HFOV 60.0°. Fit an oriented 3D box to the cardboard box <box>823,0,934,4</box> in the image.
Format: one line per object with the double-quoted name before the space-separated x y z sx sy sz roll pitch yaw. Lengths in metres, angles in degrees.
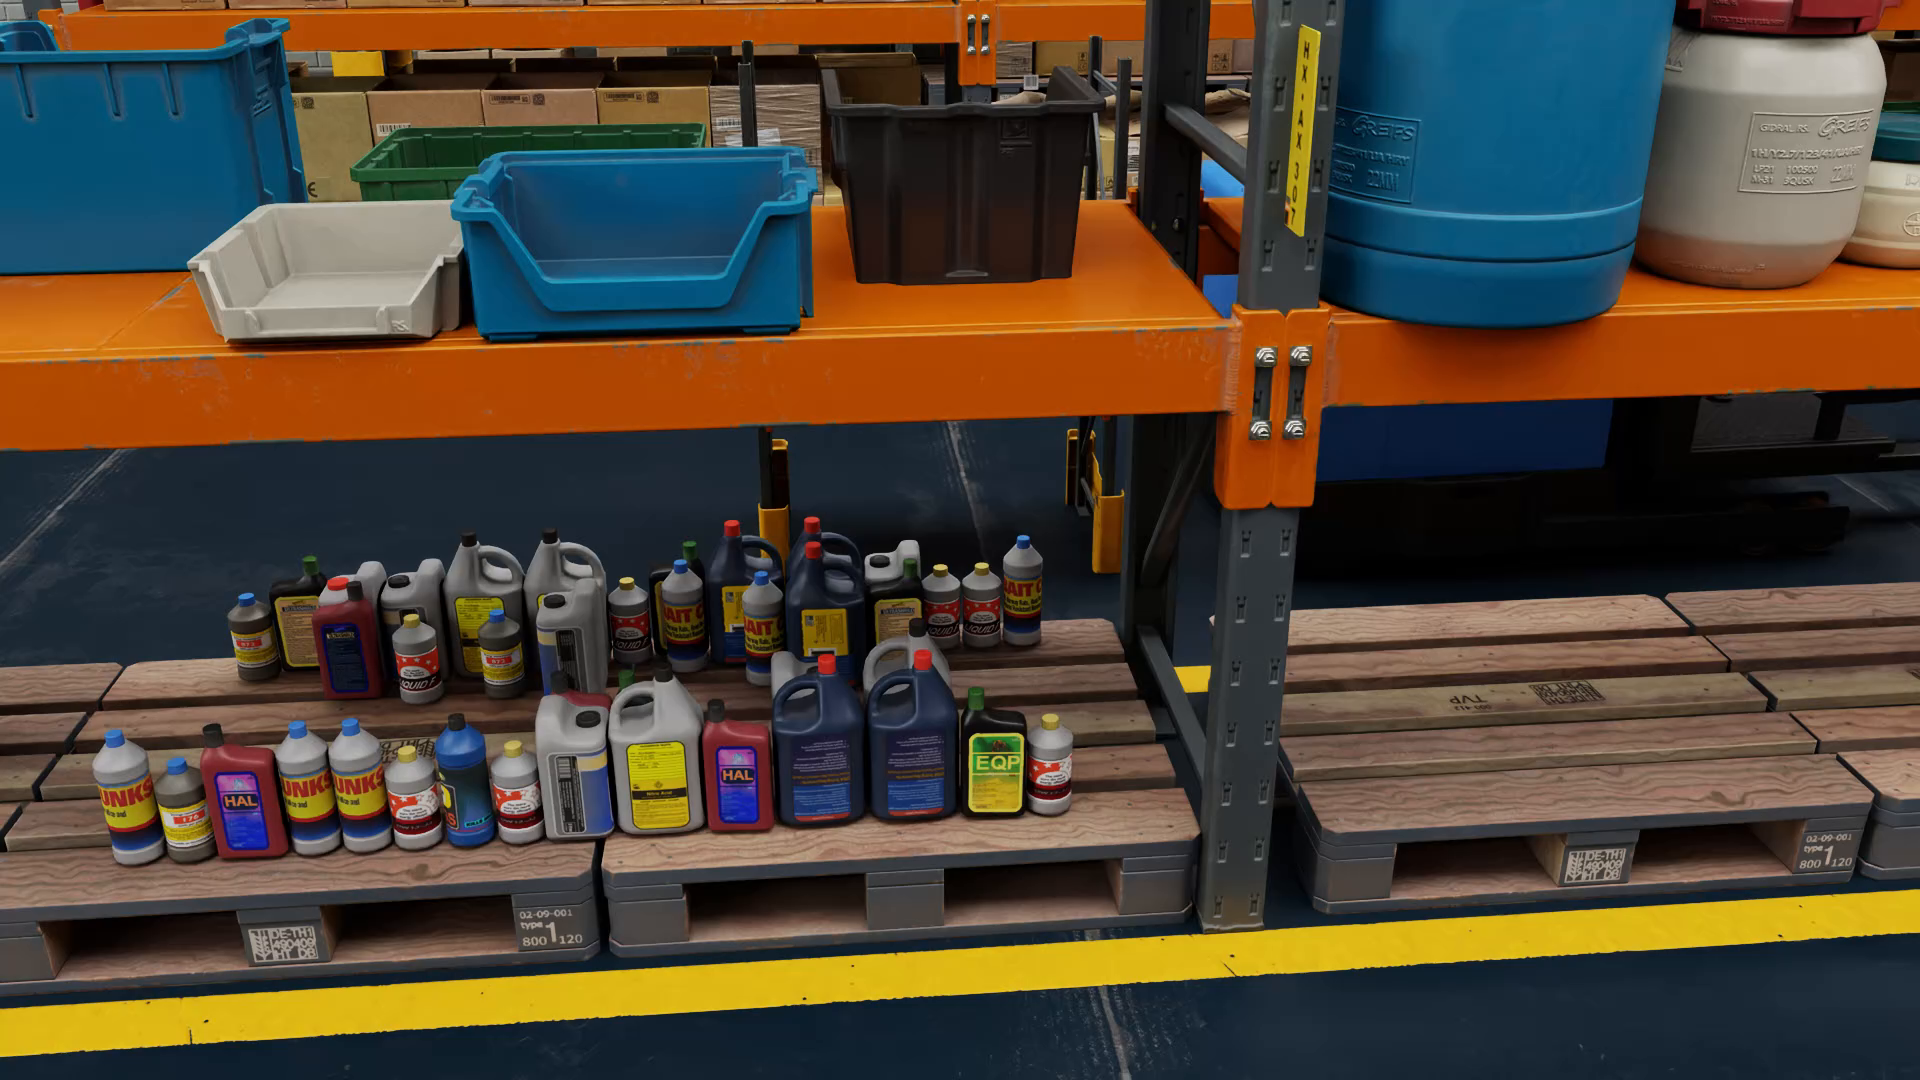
"cardboard box" -0.409 -2.790 7.712 0.500 0.500 0.700 -3 24 -7

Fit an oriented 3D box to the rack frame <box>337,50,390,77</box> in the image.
"rack frame" -4.439 -4.607 11.923 0.127 3.000 1.000 -2 24 -5

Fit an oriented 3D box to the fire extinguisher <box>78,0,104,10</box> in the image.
"fire extinguisher" -4.112 -2.753 7.846 0.183 0.674 0.296 -2 24 -5

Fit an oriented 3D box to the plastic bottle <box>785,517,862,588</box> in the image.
"plastic bottle" -0.329 0.111 4.026 0.185 0.351 0.144 -2 24 -4

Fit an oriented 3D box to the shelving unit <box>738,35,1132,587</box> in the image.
"shelving unit" -0.076 -0.682 4.939 1.083 1.500 0.587 -2 24 -5

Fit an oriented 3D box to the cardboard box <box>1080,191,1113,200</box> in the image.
"cardboard box" 0.458 -1.616 8.062 0.500 0.250 0.500 -3 24 -6

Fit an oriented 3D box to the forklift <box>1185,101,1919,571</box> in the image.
"forklift" 2.303 -1.502 5.021 3.031 2.935 1.130 -3 24 -7

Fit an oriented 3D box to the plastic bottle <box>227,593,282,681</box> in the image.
"plastic bottle" -1.681 0.224 3.956 0.097 0.201 0.097 0 24 0

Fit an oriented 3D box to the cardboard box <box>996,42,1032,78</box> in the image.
"cardboard box" 0.272 -3.862 12.782 0.500 0.500 0.700 -1 24 -3

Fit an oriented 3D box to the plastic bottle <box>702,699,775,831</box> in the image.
"plastic bottle" -0.447 0.451 3.346 0.133 0.283 0.061 -1 24 -2

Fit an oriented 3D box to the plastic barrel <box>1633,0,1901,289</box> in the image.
"plastic barrel" 1.489 -0.774 3.132 0.433 0.535 0.433 0 24 0

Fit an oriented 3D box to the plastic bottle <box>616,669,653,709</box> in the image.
"plastic bottle" -0.646 0.400 3.460 0.133 0.283 0.061 -2 24 -5

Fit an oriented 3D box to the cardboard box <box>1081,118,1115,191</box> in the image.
"cardboard box" 0.468 -1.872 7.948 0.500 0.311 0.500 -2 24 -5

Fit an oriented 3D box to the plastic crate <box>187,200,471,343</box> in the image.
"plastic crate" -1.076 -0.475 2.950 0.437 0.136 0.530 -2 24 -5

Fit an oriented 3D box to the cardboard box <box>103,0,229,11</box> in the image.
"cardboard box" -3.483 -2.664 7.428 0.500 0.500 0.700 -2 24 -5

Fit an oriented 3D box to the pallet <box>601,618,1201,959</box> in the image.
"pallet" -0.158 0.521 3.817 1.213 0.211 1.003 -2 24 -5

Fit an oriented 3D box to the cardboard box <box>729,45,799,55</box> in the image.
"cardboard box" -1.488 -3.768 12.571 0.500 0.500 0.500 -4 24 -9

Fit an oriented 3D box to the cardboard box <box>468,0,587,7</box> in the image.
"cardboard box" -1.943 -2.727 7.570 0.500 0.500 0.700 -2 24 -4

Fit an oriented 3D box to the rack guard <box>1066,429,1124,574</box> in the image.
"rack guard" 0.420 -0.131 5.237 0.087 0.250 0.587 -2 24 -5

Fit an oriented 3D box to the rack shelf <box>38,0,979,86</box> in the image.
"rack shelf" -1.959 -2.356 7.744 4.000 0.370 1.077 -2 24 -5

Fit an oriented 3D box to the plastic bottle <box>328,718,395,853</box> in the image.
"plastic bottle" -1.190 0.479 3.298 0.097 0.271 0.097 0 24 0

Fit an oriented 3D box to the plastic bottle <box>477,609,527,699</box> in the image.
"plastic bottle" -1.070 0.258 3.879 0.097 0.201 0.097 0 24 0

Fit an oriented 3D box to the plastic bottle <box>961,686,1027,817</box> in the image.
"plastic bottle" 0.069 0.430 3.392 0.133 0.283 0.061 -1 24 -3

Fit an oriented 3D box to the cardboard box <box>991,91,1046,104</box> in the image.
"cardboard box" 0.407 -2.089 8.434 0.500 0.311 0.500 -2 24 -5

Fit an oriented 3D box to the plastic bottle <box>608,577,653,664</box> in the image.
"plastic bottle" -0.801 0.189 4.036 0.097 0.201 0.097 0 24 0

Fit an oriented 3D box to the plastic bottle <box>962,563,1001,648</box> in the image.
"plastic bottle" 0.054 0.155 4.113 0.097 0.201 0.097 0 24 0

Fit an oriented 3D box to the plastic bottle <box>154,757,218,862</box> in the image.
"plastic bottle" -1.528 0.524 3.281 0.097 0.201 0.097 0 24 0

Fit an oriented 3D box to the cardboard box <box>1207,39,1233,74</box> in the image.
"cardboard box" 1.795 -3.931 12.937 0.500 0.500 0.700 -2 24 -5

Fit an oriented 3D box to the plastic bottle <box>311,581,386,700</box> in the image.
"plastic bottle" -1.417 0.231 3.841 0.133 0.283 0.061 -2 24 -5

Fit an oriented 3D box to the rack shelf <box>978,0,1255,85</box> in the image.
"rack shelf" 2.022 -2.516 8.103 4.000 0.370 1.077 -2 24 -5

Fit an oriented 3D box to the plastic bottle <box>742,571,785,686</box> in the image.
"plastic bottle" -0.462 0.202 3.920 0.097 0.271 0.097 0 24 0

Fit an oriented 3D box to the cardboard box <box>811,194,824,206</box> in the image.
"cardboard box" -0.907 -1.578 7.975 0.500 0.250 0.500 -2 24 -5

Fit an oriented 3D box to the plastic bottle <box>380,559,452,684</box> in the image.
"plastic bottle" -1.290 0.186 3.951 0.135 0.276 0.152 -3 24 -7

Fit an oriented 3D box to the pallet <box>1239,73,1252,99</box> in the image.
"pallet" 2.744 -3.622 13.139 1.213 0.211 1.003 -2 24 -5

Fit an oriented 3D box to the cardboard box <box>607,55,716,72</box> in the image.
"cardboard box" -1.456 -2.111 8.252 0.500 0.500 0.500 -2 24 -5

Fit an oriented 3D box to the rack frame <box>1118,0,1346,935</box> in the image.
"rack frame" 0.515 -0.763 3.273 0.127 3.000 1.000 -2 24 -5

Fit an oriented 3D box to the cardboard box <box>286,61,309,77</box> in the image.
"cardboard box" -3.444 -2.025 8.058 0.500 0.500 0.500 -2 24 -5

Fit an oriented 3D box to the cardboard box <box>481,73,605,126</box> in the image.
"cardboard box" -1.900 -1.874 7.717 0.500 0.500 0.500 -2 24 -5

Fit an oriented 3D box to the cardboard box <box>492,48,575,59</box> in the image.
"cardboard box" -3.175 -3.594 12.411 0.500 0.311 0.500 0 24 -1

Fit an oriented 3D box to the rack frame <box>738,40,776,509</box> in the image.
"rack frame" -0.591 -0.662 4.892 0.032 1.500 0.500 -2 24 -5

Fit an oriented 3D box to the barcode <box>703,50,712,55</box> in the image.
"barcode" -1.937 -3.722 12.763 0.075 0.075 0.001 -2 24 -5

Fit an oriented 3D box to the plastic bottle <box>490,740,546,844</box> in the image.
"plastic bottle" -0.887 0.498 3.339 0.097 0.201 0.097 0 24 0

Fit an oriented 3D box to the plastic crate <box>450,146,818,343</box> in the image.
"plastic crate" -0.560 -0.541 2.957 0.616 0.251 0.499 -2 24 -5
